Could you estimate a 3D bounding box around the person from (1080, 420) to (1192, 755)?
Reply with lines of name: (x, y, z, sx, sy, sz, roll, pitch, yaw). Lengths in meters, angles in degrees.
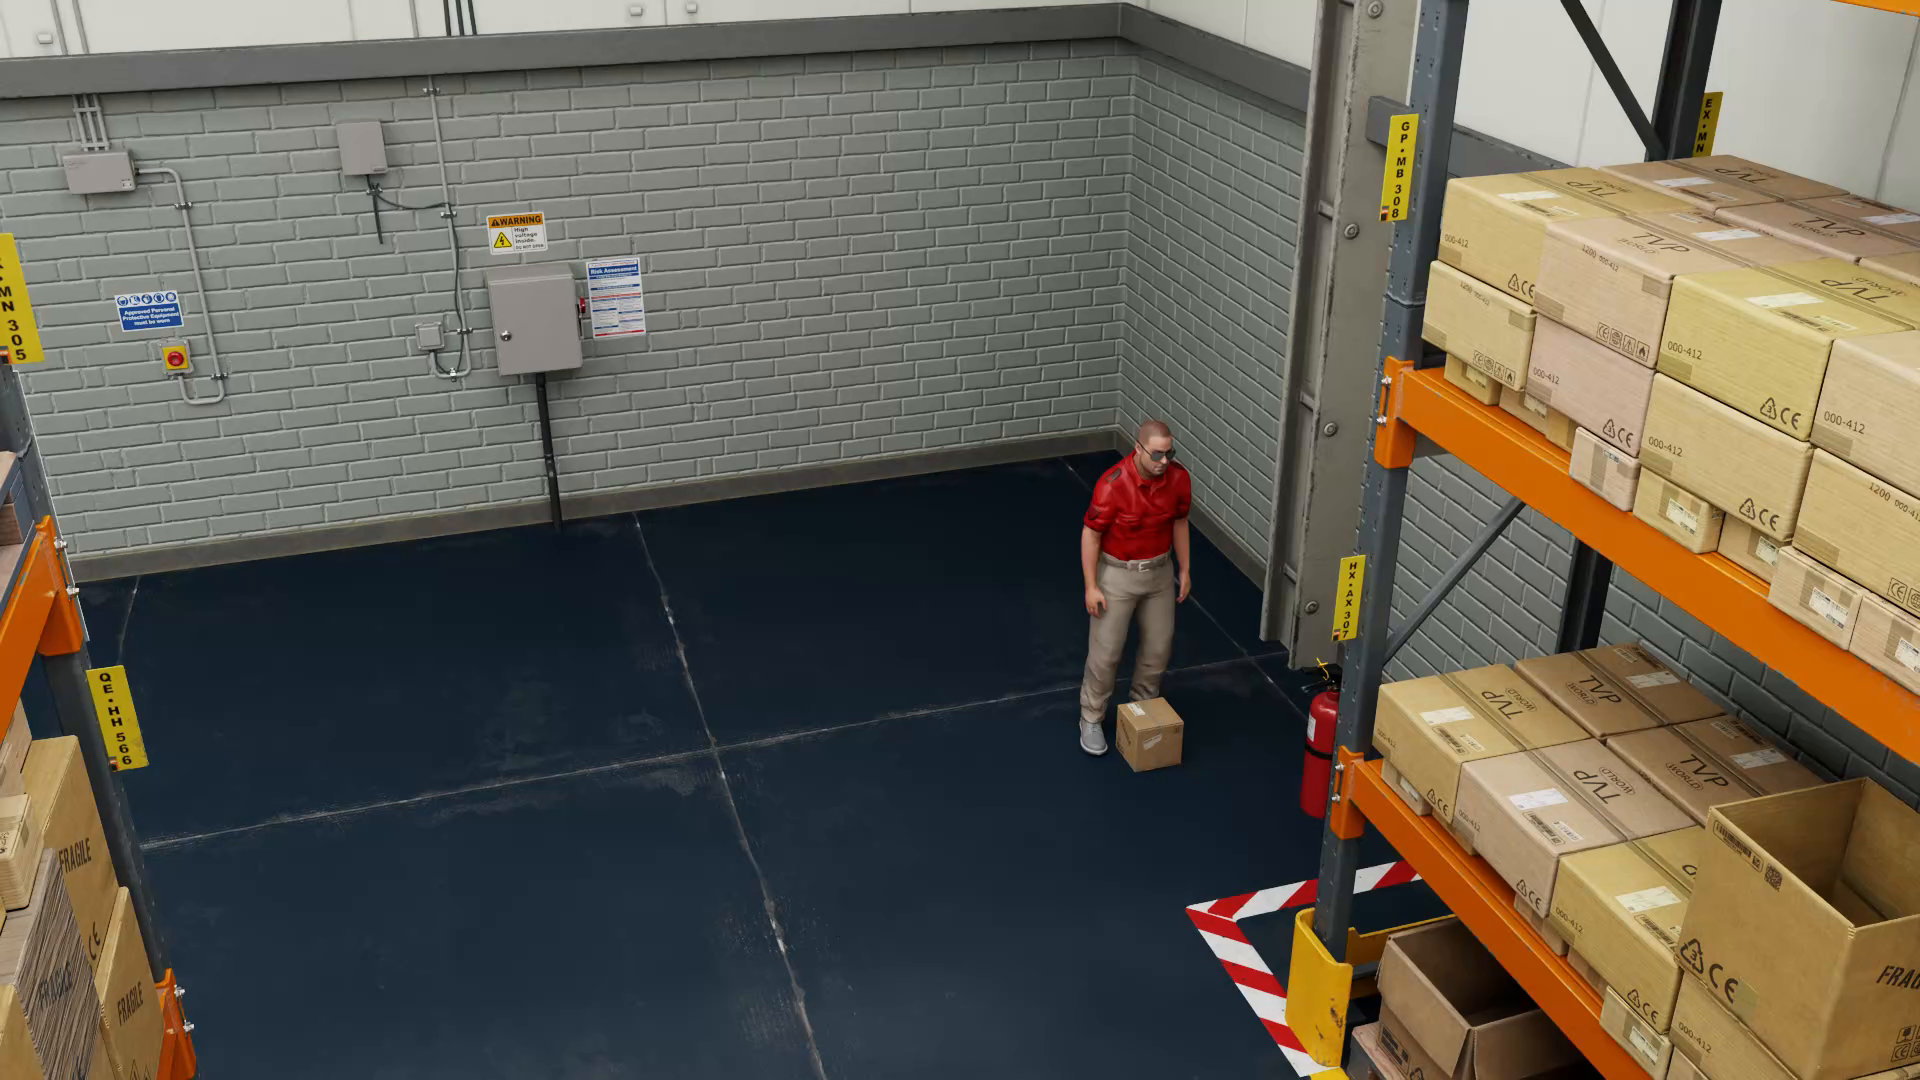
person: (0.869, 0.202, 8.216, 0.606, 1.727, 0.390, -10, 28, -19)
